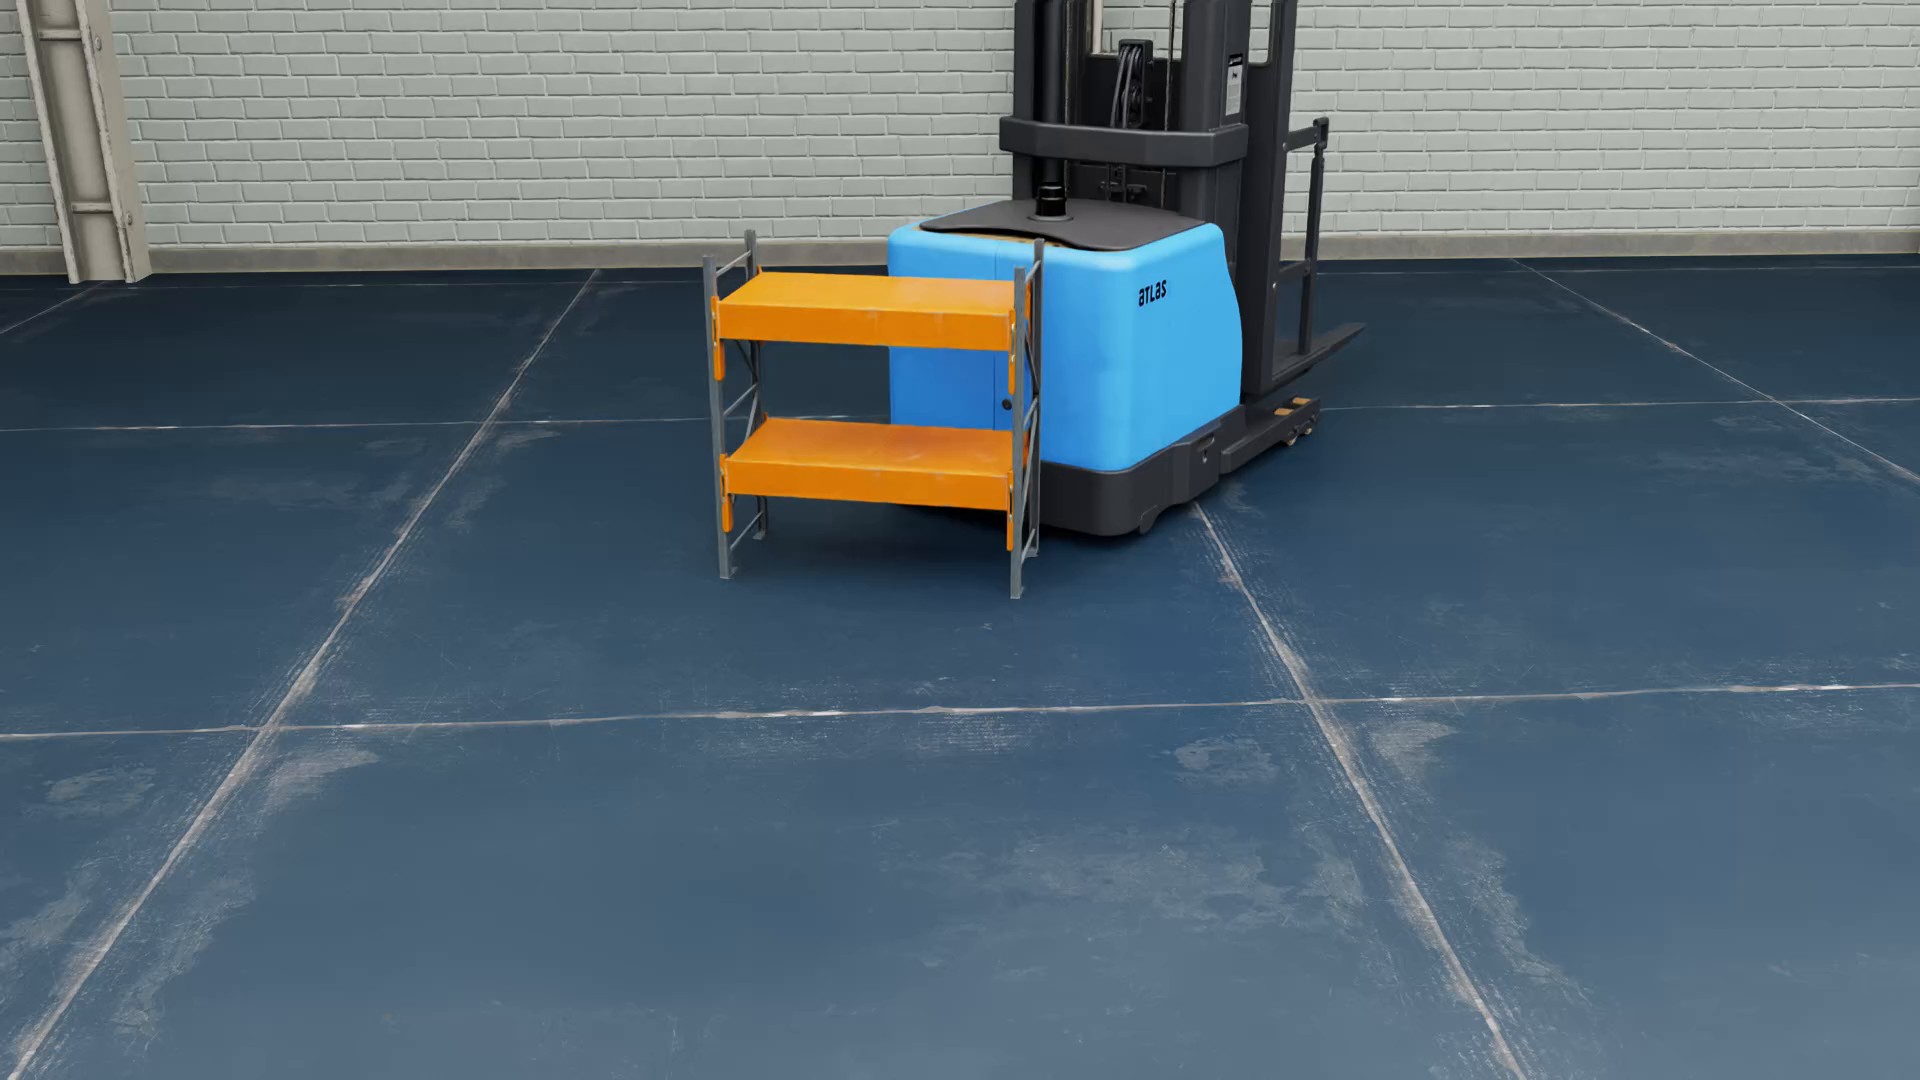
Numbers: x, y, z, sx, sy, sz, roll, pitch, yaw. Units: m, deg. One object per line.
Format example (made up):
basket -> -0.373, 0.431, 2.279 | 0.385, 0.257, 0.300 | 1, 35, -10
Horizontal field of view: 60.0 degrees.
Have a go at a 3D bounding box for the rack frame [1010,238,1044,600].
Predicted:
rack frame -> 0.228, -0.412, 5.622 | 0.032, 1.125, 0.500 | 4, 21, 9

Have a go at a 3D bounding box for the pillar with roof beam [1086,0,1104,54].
pillar with roof beam -> 0.908, -4.446, 5.151 | 0.400, 9.000, 9.100 | -1, 21, -3

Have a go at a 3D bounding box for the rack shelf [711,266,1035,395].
rack shelf -> -0.272, -0.717, 5.601 | 1.000, 0.278, 0.538 | 4, 21, 9

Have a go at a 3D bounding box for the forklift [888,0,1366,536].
forklift -> 0.936, -1.856, 6.876 | 1.130, 2.935, 3.031 | 13, 24, 30

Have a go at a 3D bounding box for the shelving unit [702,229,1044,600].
shelving unit -> -0.272, -0.444, 5.705 | 1.048, 1.125, 0.538 | 4, 21, 9

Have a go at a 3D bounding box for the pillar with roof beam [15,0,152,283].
pillar with roof beam -> -5.082, -4.324, 4.831 | 0.400, 9.000, 9.100 | -1, 21, -3

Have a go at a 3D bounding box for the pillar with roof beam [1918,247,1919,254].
pillar with roof beam -> 6.898, -4.568, 5.471 | 0.400, 9.000, 9.100 | -1, 21, -3

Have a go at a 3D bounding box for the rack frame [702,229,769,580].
rack frame -> -0.773, -0.475, 5.789 | 0.032, 1.125, 0.500 | 4, 21, 9

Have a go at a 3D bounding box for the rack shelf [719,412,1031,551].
rack shelf -> -0.272, -0.215, 5.792 | 1.000, 0.278, 0.538 | 4, 21, 9
